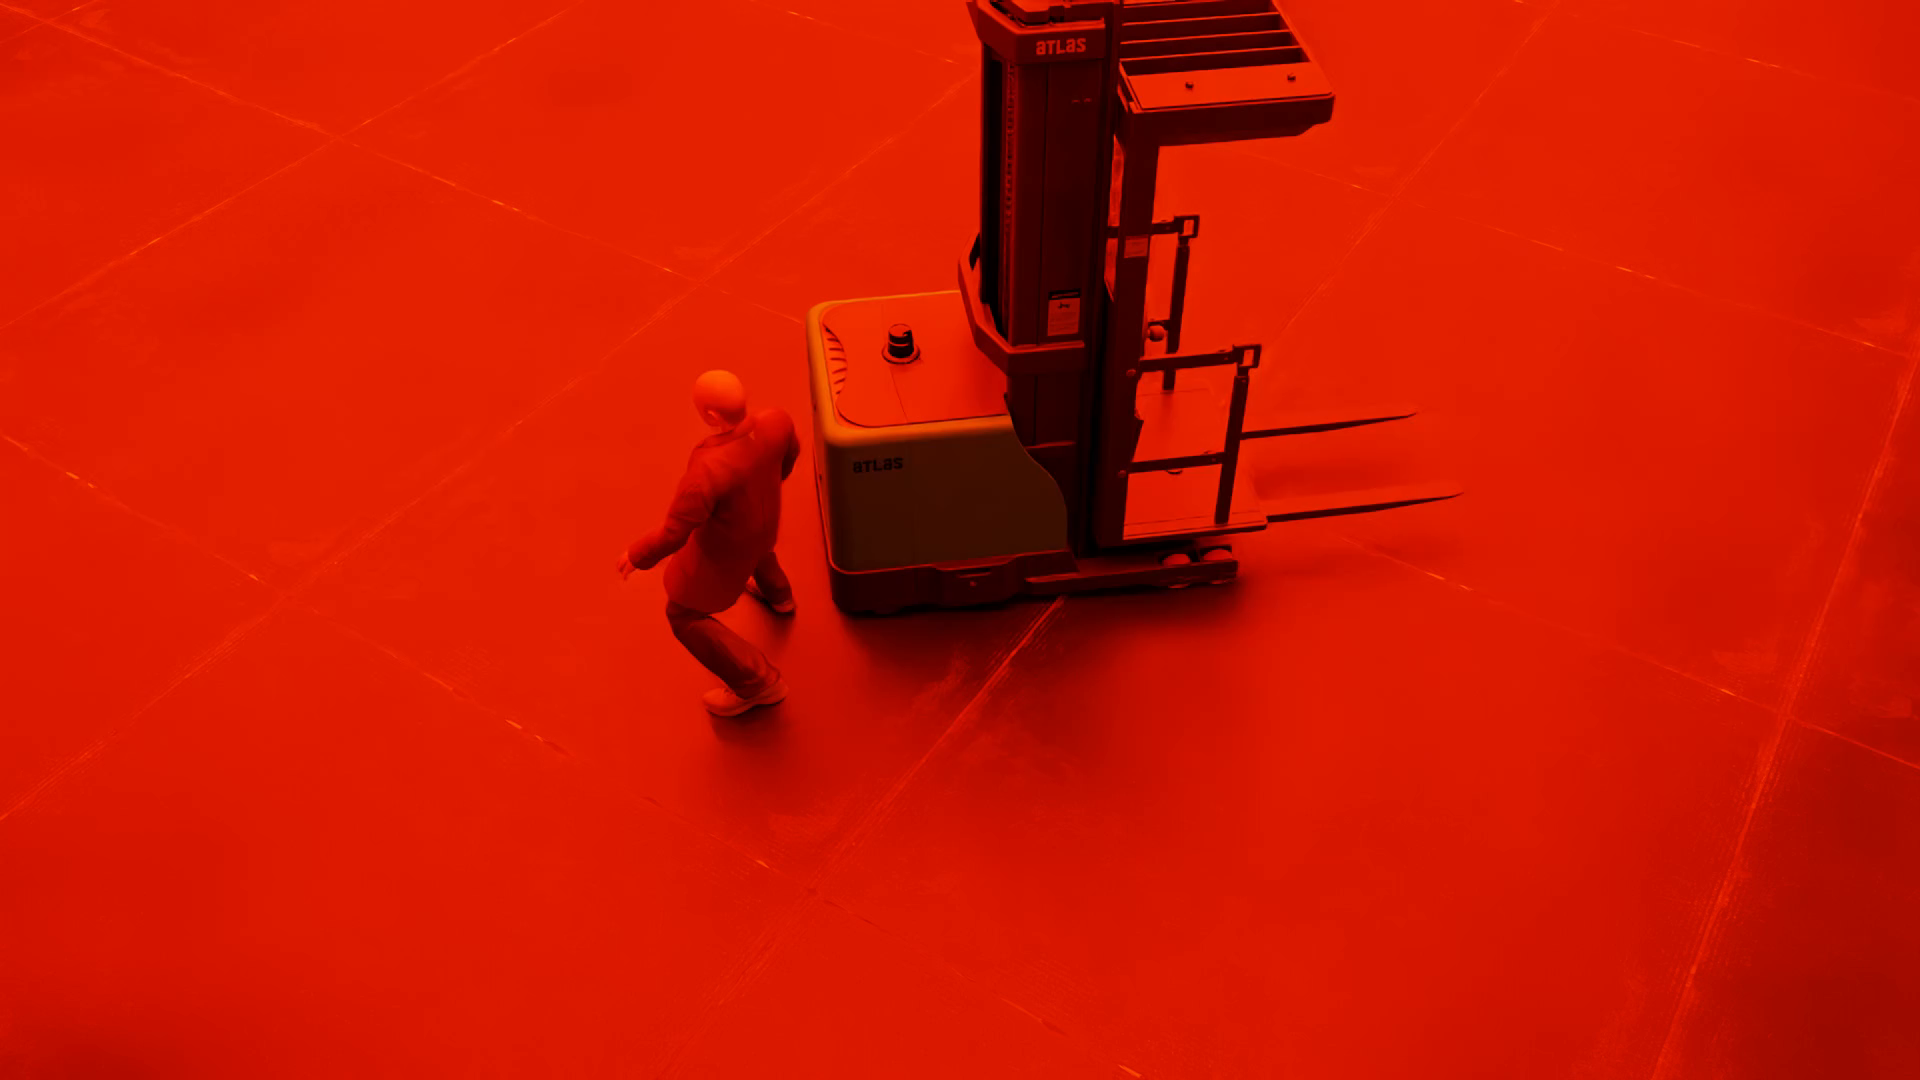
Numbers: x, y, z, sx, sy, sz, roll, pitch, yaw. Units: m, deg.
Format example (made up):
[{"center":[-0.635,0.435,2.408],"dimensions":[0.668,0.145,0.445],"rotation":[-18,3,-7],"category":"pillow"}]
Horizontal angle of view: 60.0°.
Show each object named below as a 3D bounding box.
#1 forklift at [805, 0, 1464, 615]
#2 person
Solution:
[{"center":[0.846,-1.194,7.108],"dimensions":[3.031,2.935,1.130],"rotation":[-6,44,-6],"category":"forklift"},{"center":[-0.978,-0.068,6.863],"dimensions":[0.723,1.670,0.897],"rotation":[27,50,26],"category":"person"}]
